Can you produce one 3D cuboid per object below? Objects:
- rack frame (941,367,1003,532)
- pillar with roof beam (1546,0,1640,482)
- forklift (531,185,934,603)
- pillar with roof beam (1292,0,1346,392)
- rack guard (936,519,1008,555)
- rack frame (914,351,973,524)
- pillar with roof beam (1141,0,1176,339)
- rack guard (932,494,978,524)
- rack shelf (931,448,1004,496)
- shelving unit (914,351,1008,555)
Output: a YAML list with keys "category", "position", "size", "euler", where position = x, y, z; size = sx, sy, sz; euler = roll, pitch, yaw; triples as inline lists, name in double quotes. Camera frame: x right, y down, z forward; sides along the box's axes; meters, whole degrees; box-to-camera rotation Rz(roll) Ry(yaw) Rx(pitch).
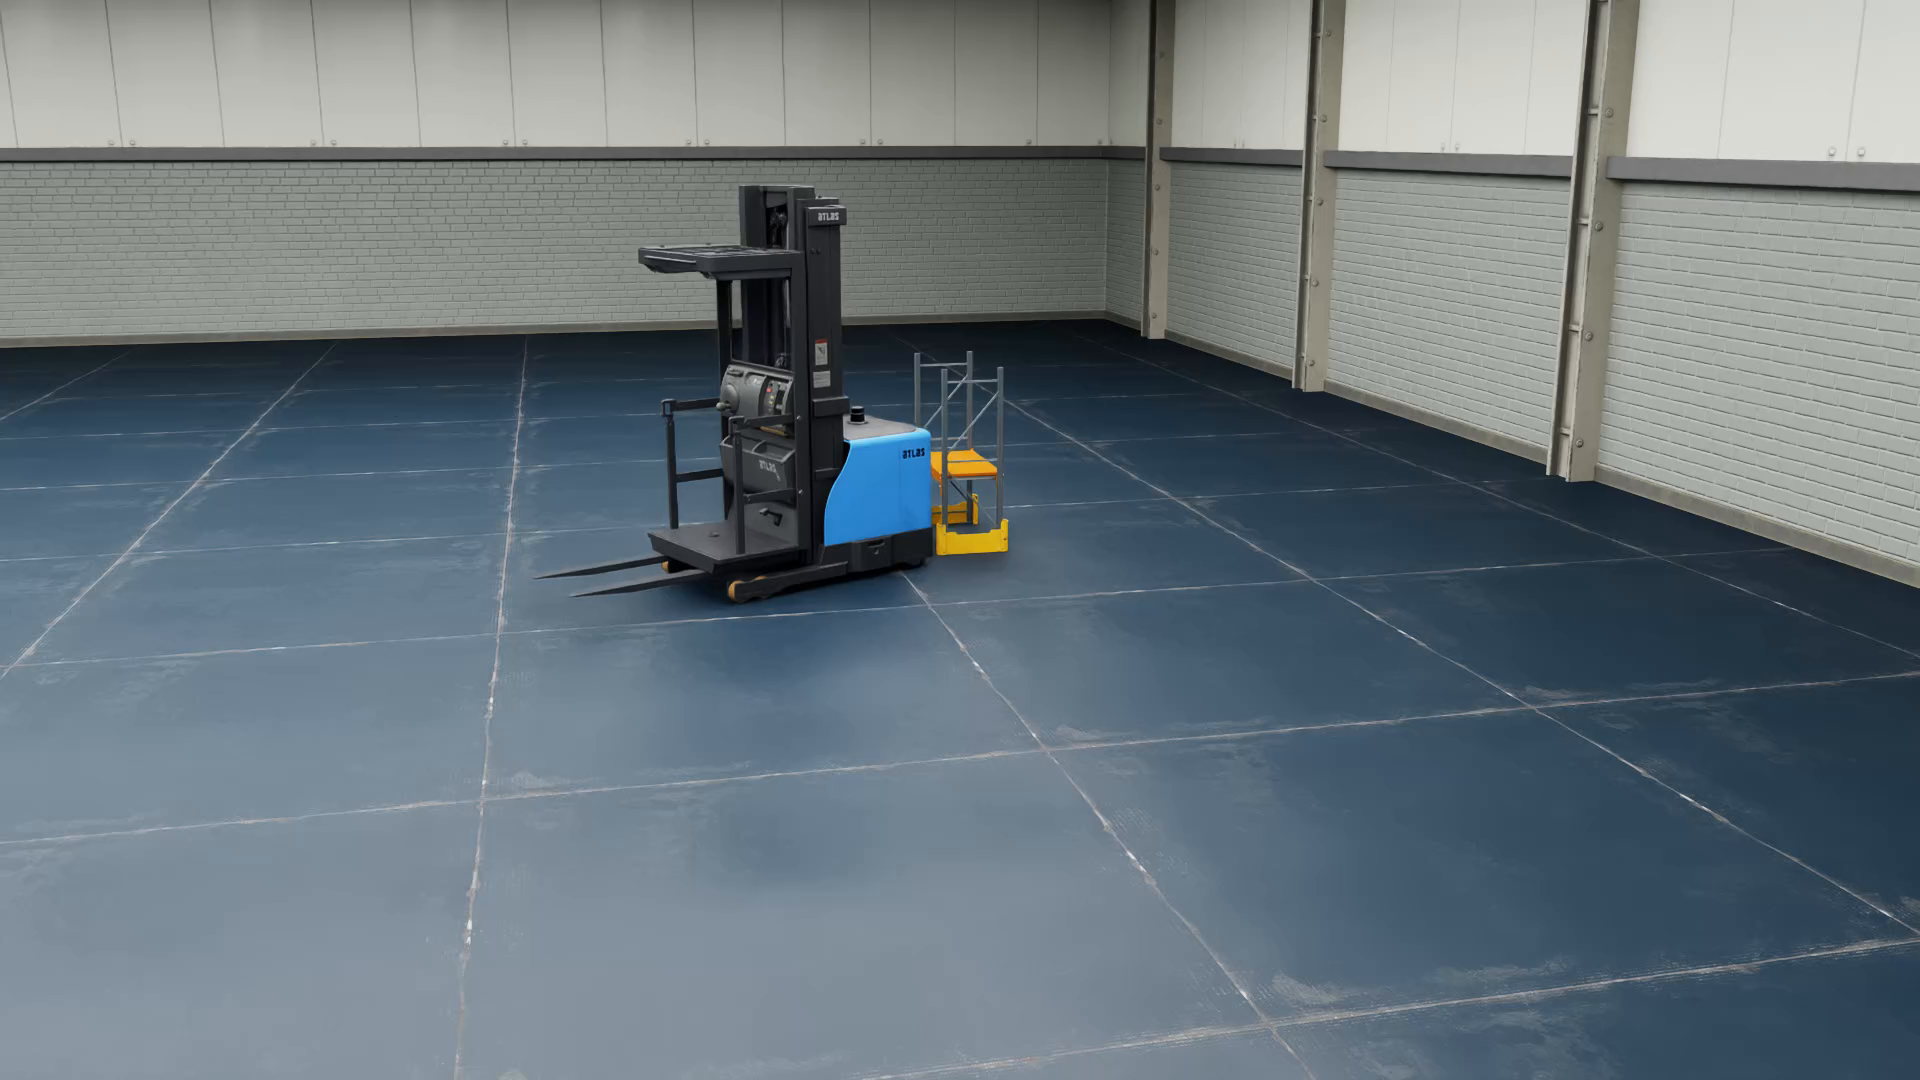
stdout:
- category: "rack frame"
  position: [0.099, -0.631, 13.350]
  size: [0.500, 1.500, 0.032]
  euler: [-3, 14, -13]
- category: "pillar with roof beam"
  position: [1.868, -4.754, 14.425]
  size: [9.100, 9.000, 0.400]
  euler: [-3, 14, -13]
- category: "forklift"
  position: [-1.680, -1.107, 12.281]
  size: [3.031, 2.935, 1.130]
  euler: [-11, 17, -37]
- category: "pillar with roof beam"
  position: [0.459, -6.138, 20.090]
  size: [9.100, 9.000, 0.400]
  euler: [-3, 14, -13]
- category: "rack guard"
  position: [0.099, -0.024, 13.499]
  size: [0.587, 0.250, 0.087]
  euler: [-3, 14, -13]
- category: "rack frame"
  position: [-0.139, -0.866, 14.310]
  size: [0.500, 1.500, 0.032]
  euler: [-3, 14, -13]
- category: "pillar with roof beam"
  position: [-0.951, -7.522, 25.756]
  size: [9.100, 9.000, 0.400]
  euler: [-3, 14, -13]
- category: "rack guard"
  position: [-0.135, -0.254, 14.440]
  size: [0.587, 0.250, 0.087]
  euler: [-3, 14, -13]
- category: "rack shelf"
  position: [-0.020, -0.574, 13.872]
  size: [0.538, 0.185, 1.000]
  euler: [-3, 14, -13]
- category: "shelving unit"
  position: [-0.018, -0.746, 13.821]
  size: [0.587, 1.500, 1.083]
  euler: [-3, 14, -13]
